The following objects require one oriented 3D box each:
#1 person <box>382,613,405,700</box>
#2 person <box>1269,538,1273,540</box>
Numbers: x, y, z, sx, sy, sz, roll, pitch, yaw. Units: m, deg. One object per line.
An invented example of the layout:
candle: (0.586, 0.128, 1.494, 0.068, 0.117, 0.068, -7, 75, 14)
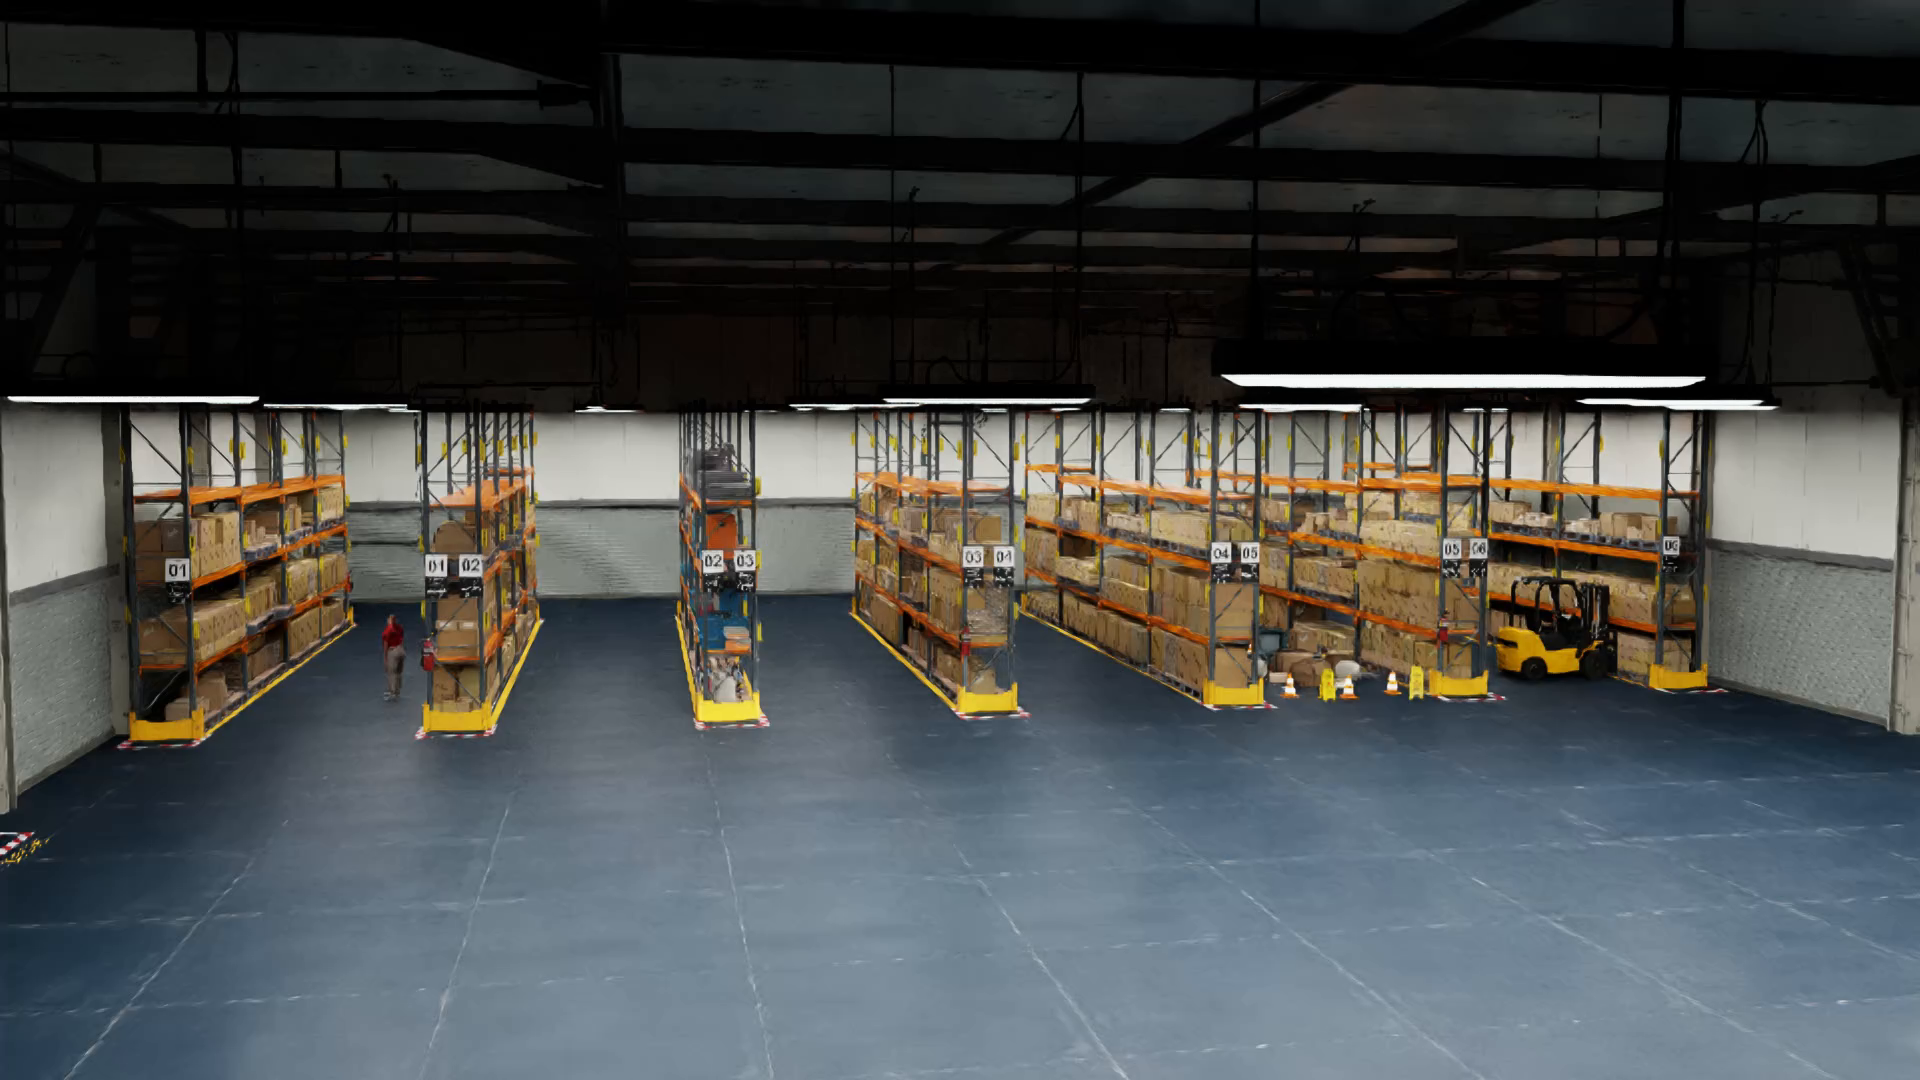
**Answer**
person: (-11.446, 2.327, 33.446, 0.497, 1.731, 0.588, 2, 5, 20)
person: (10.309, 0.773, 54.651, 0.573, 1.654, 0.477, 4, 6, 44)
